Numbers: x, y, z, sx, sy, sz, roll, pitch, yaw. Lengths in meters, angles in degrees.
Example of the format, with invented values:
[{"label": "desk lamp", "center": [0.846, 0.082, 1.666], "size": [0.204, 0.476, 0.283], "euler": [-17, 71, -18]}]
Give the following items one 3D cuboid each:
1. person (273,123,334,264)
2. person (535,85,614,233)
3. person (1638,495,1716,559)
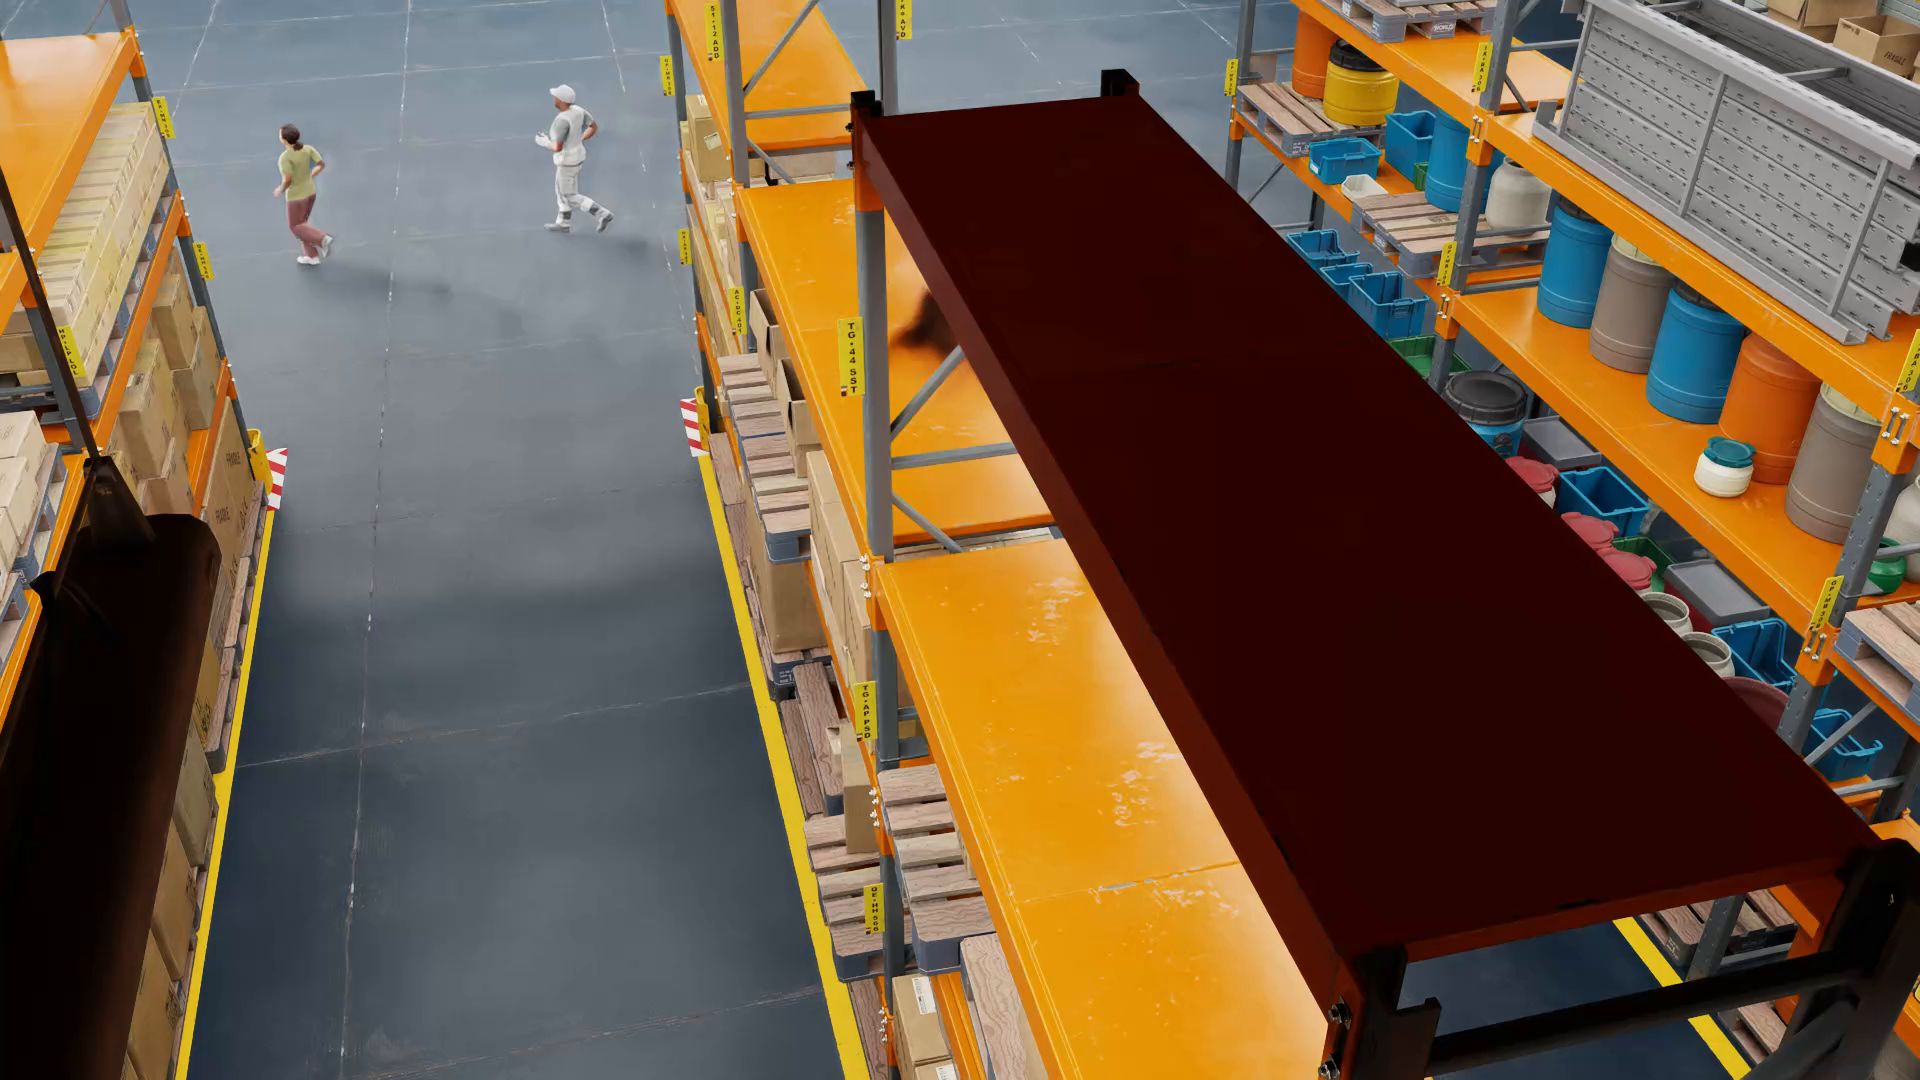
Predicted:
[{"label": "person", "center": [-7.135, -3.747, 18.139], "size": [0.648, 1.637, 0.581], "euler": [15, 37, 21]}, {"label": "person", "center": [-4.374, -4.267, 18.751], "size": [0.928, 1.766, 0.669], "euler": [7, 35, 10]}, {"label": "person", "center": [5.940, -0.677, 13.450], "size": [0.678, 1.784, 0.972], "euler": [-11, 36, -16]}]
